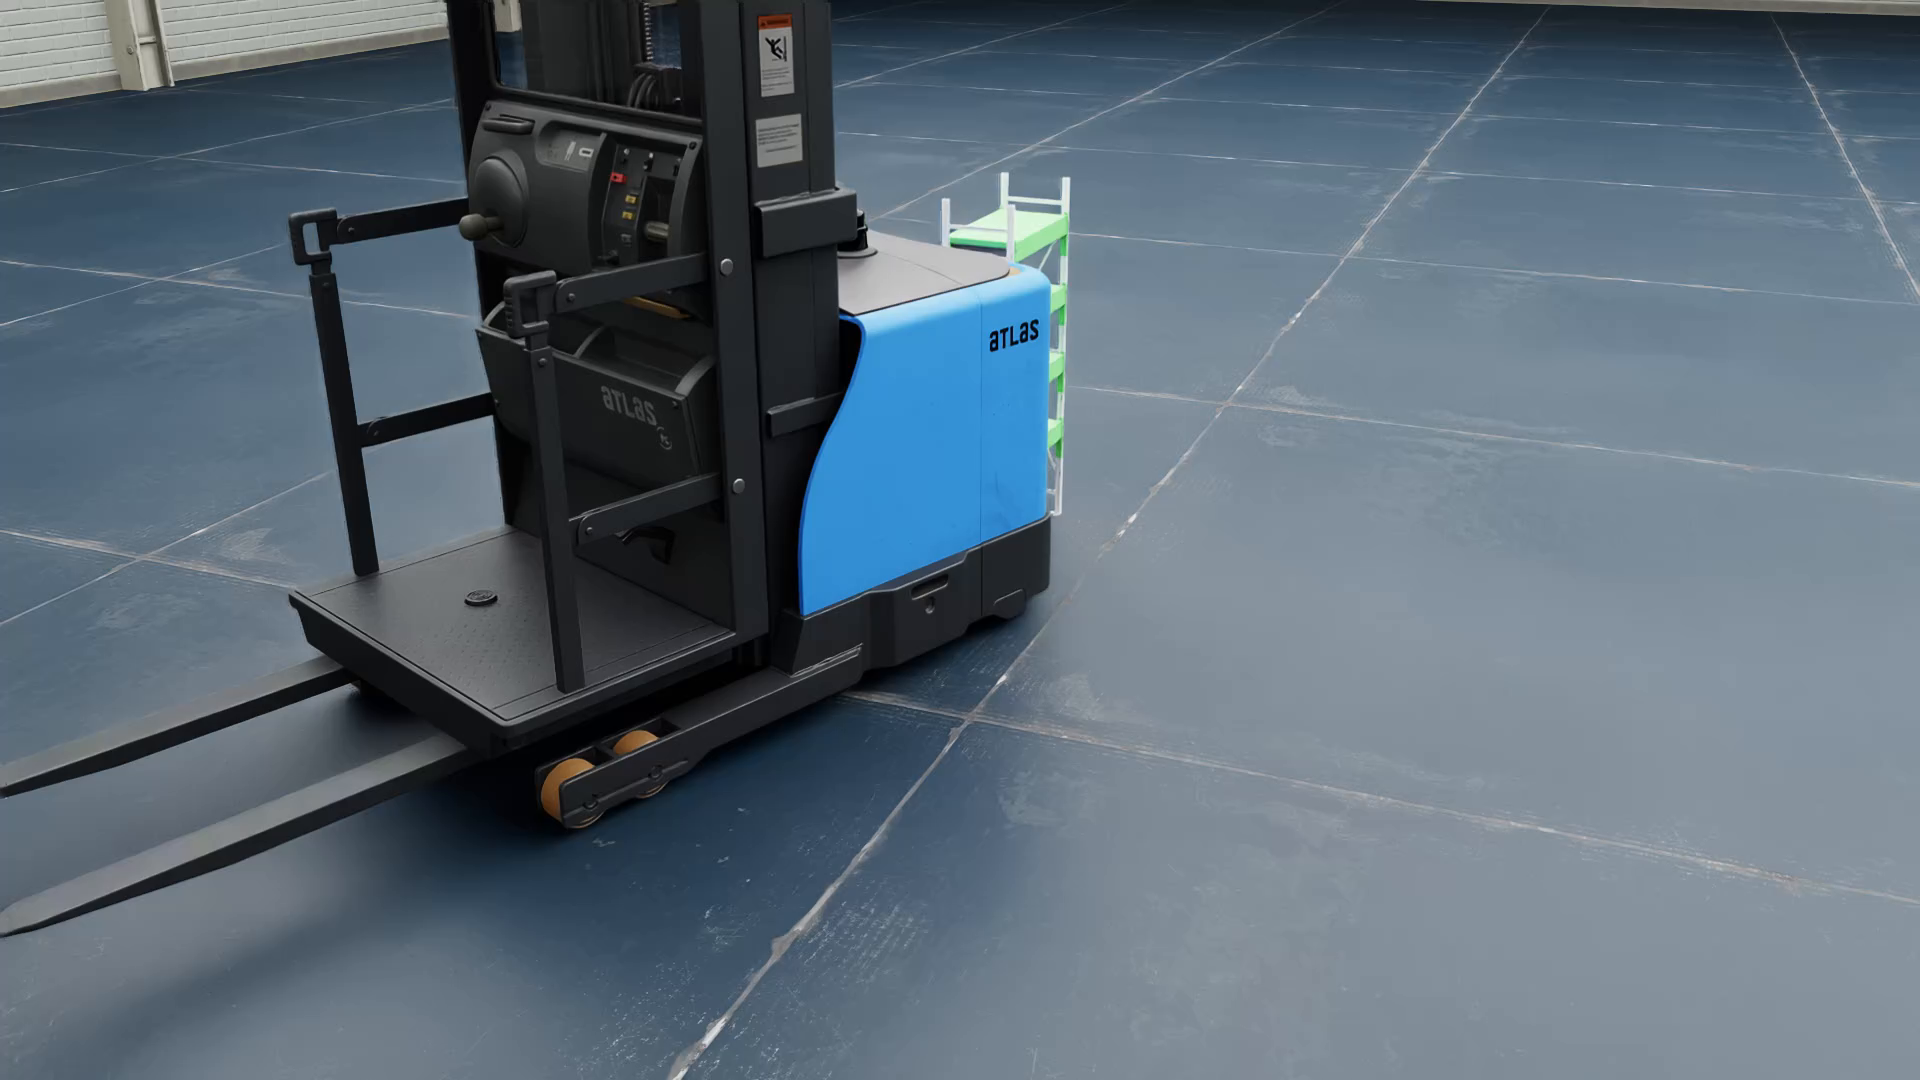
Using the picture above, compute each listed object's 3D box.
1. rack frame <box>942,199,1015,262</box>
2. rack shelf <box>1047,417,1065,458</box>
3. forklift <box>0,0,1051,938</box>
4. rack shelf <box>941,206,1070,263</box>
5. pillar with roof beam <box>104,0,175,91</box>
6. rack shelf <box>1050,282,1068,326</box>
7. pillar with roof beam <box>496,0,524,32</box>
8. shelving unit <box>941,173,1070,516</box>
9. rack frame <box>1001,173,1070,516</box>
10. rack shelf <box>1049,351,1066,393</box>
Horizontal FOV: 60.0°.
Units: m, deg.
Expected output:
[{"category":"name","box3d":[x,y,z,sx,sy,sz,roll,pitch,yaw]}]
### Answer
[{"category":"rack frame","box3d":[0.056,-0.490,5.366,0.240,1.200,0.015,10,24,22]},{"category":"rack shelf","box3d":[0.153,-0.296,5.689,0.258,0.148,0.480,10,24,22]},{"category":"forklift","box3d":[-1.101,-0.871,4.033,1.130,2.935,3.031,20,30,40]},{"category":"rack shelf","box3d":[0.153,-0.960,5.412,0.258,0.148,0.480,10,24,22]},{"category":"pillar with roof beam","box3d":[-4.065,-8.028,13.295,9.100,9.000,0.400,9,24,20]},{"category":"rack shelf","box3d":[0.153,-0.738,5.504,0.258,0.148,0.480,10,24,22]},{"category":"pillar with roof beam","box3d":[-1.837,-10.176,18.436,9.100,9.000,0.400,9,24,20]},{"category":"shelving unit","box3d":[0.153,-0.576,5.572,0.258,1.200,0.503,10,24,22]},{"category":"rack frame","box3d":[0.251,-0.662,5.779,0.240,1.200,0.015,10,24,22]},{"category":"rack shelf","box3d":[0.153,-0.517,5.597,0.258,0.148,0.480,10,24,22]}]
